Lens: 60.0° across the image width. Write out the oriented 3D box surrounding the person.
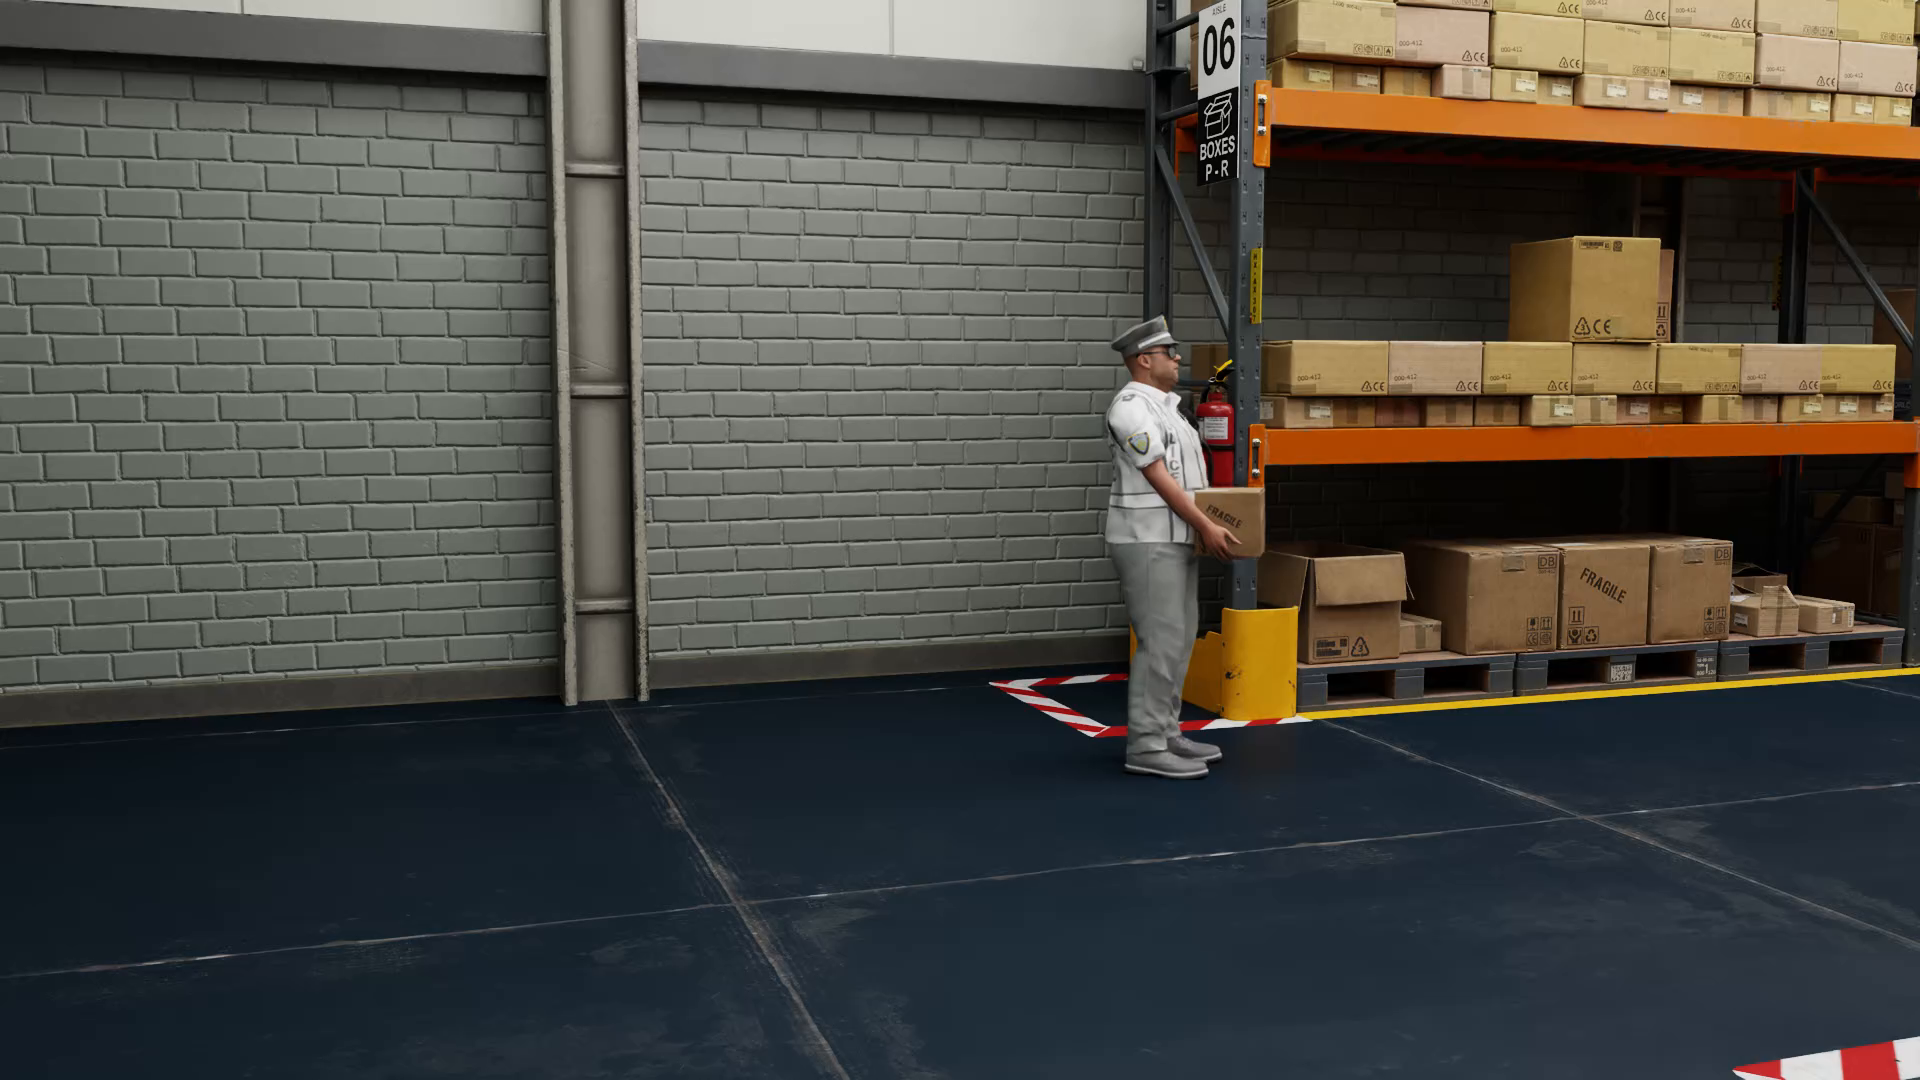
[{"bbox_3d":[0.861,0.011,6.519,0.548,1.780,0.503,2,6,22],"label":"person"}]
